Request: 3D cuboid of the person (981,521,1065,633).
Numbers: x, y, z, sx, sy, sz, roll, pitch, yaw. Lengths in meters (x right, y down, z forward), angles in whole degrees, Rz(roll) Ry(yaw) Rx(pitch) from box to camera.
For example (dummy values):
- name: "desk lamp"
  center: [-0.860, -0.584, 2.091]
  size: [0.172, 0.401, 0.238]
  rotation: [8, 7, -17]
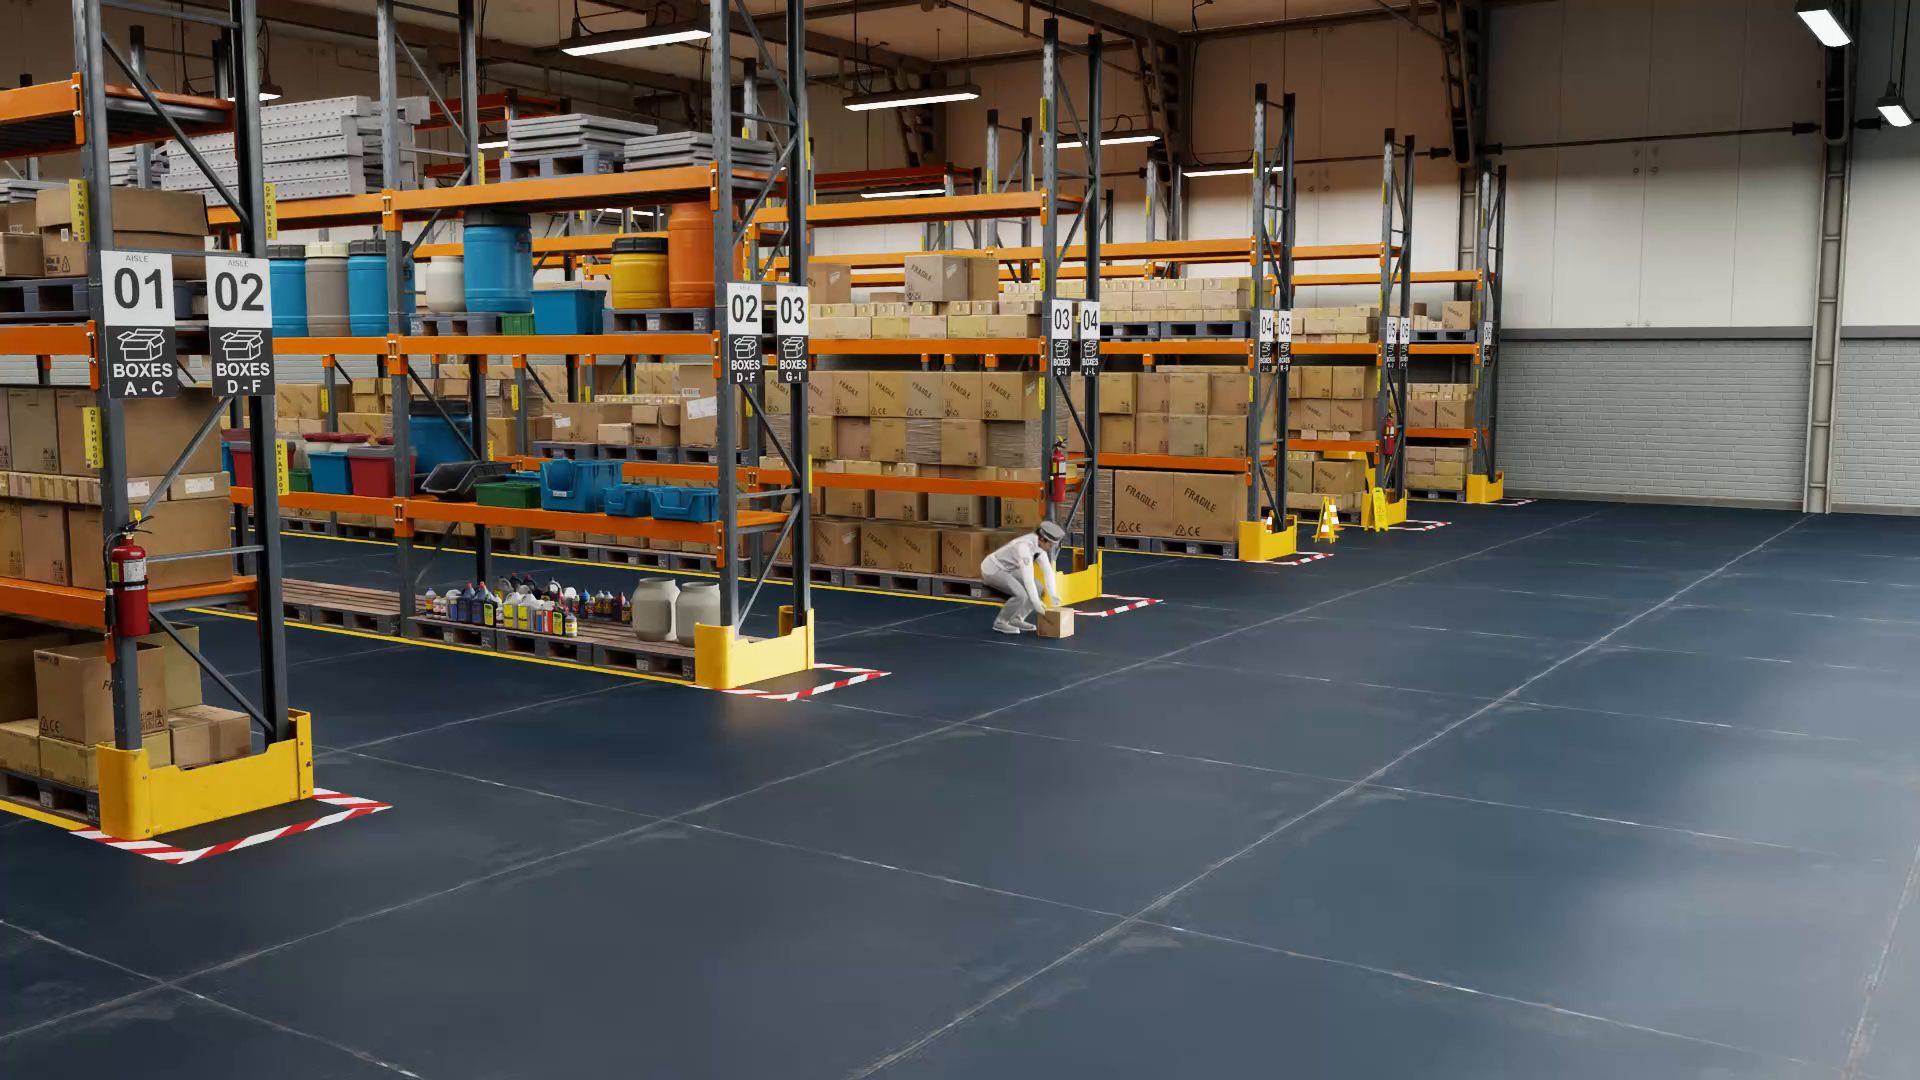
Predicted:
- name: "person"
  center: [0.616, 0.346, 15.892]
  size: [0.826, 1.075, 0.503]
  rotation: [4, 8, 33]
